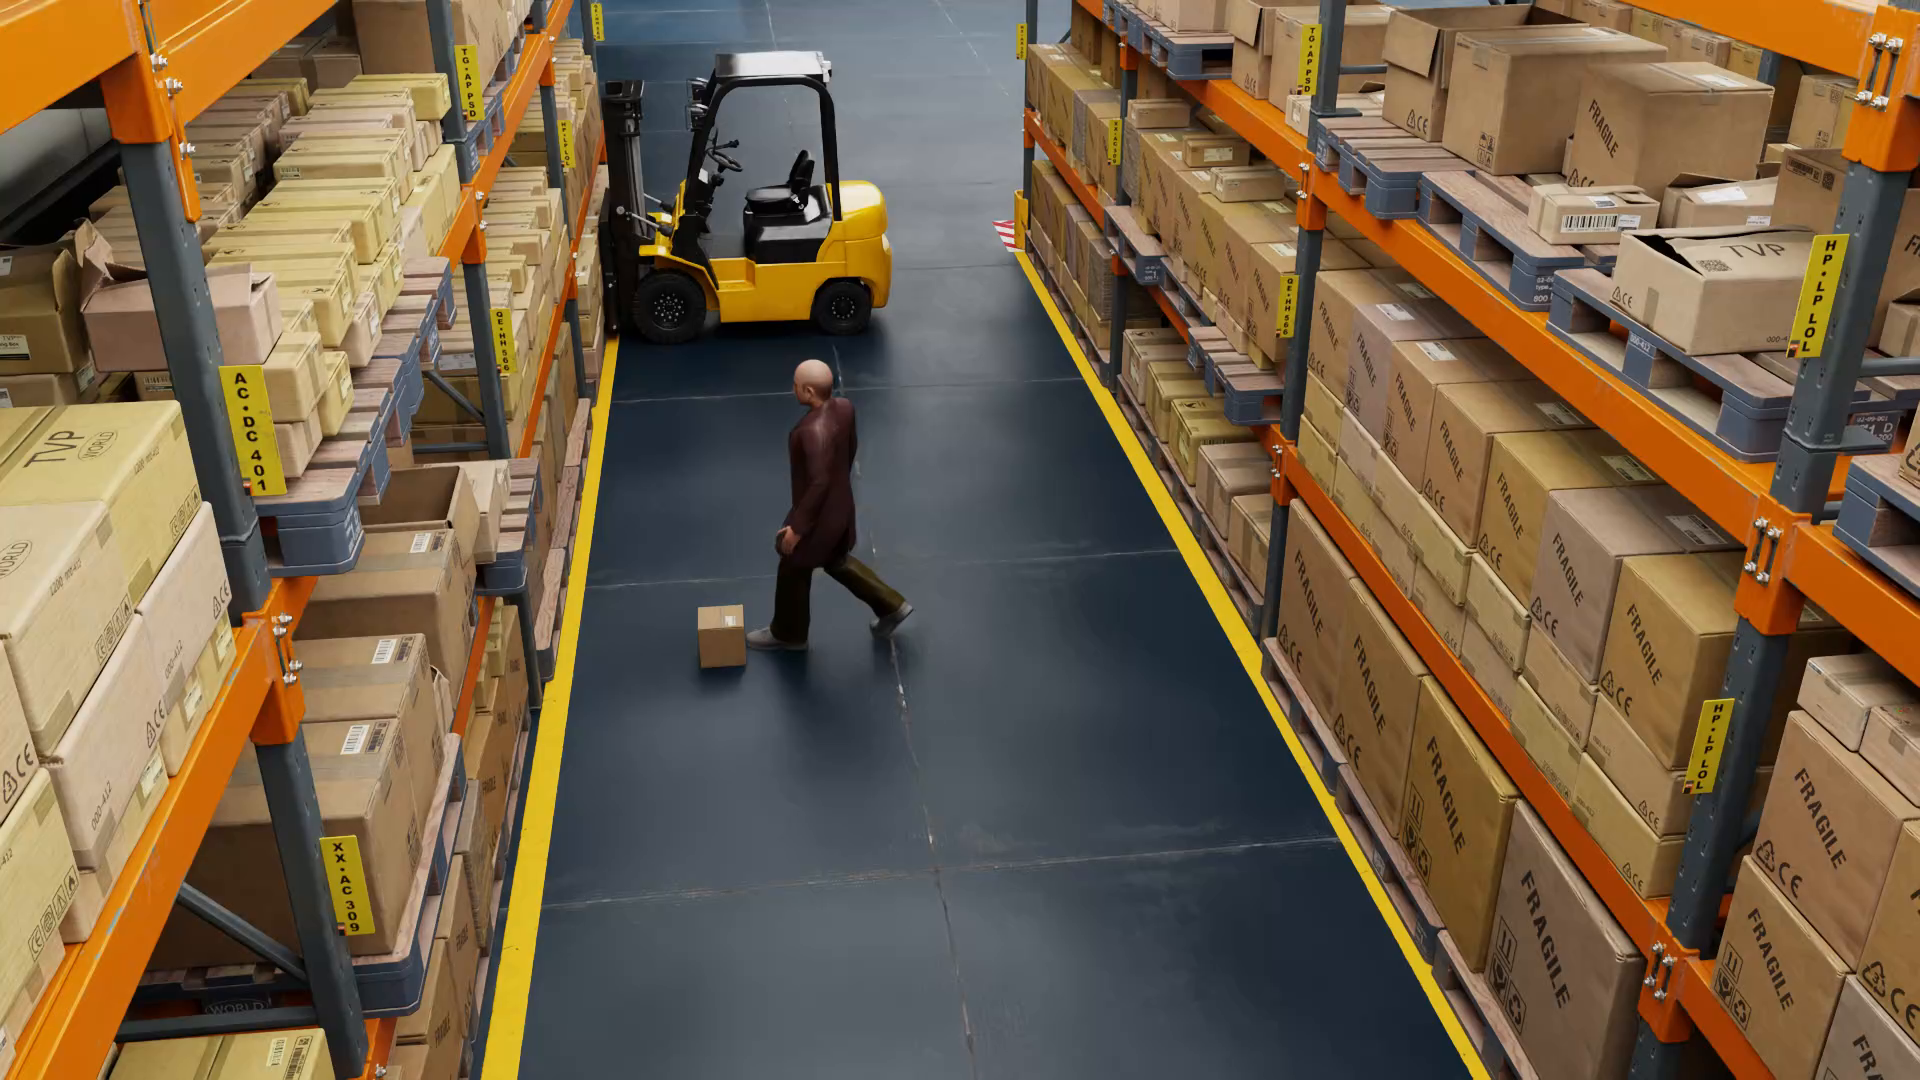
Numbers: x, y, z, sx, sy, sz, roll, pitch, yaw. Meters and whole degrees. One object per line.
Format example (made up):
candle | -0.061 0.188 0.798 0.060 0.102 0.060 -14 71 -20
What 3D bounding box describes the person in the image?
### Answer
person | -0.756 -0.152 8.963 0.942 1.764 0.714 7 28 13
